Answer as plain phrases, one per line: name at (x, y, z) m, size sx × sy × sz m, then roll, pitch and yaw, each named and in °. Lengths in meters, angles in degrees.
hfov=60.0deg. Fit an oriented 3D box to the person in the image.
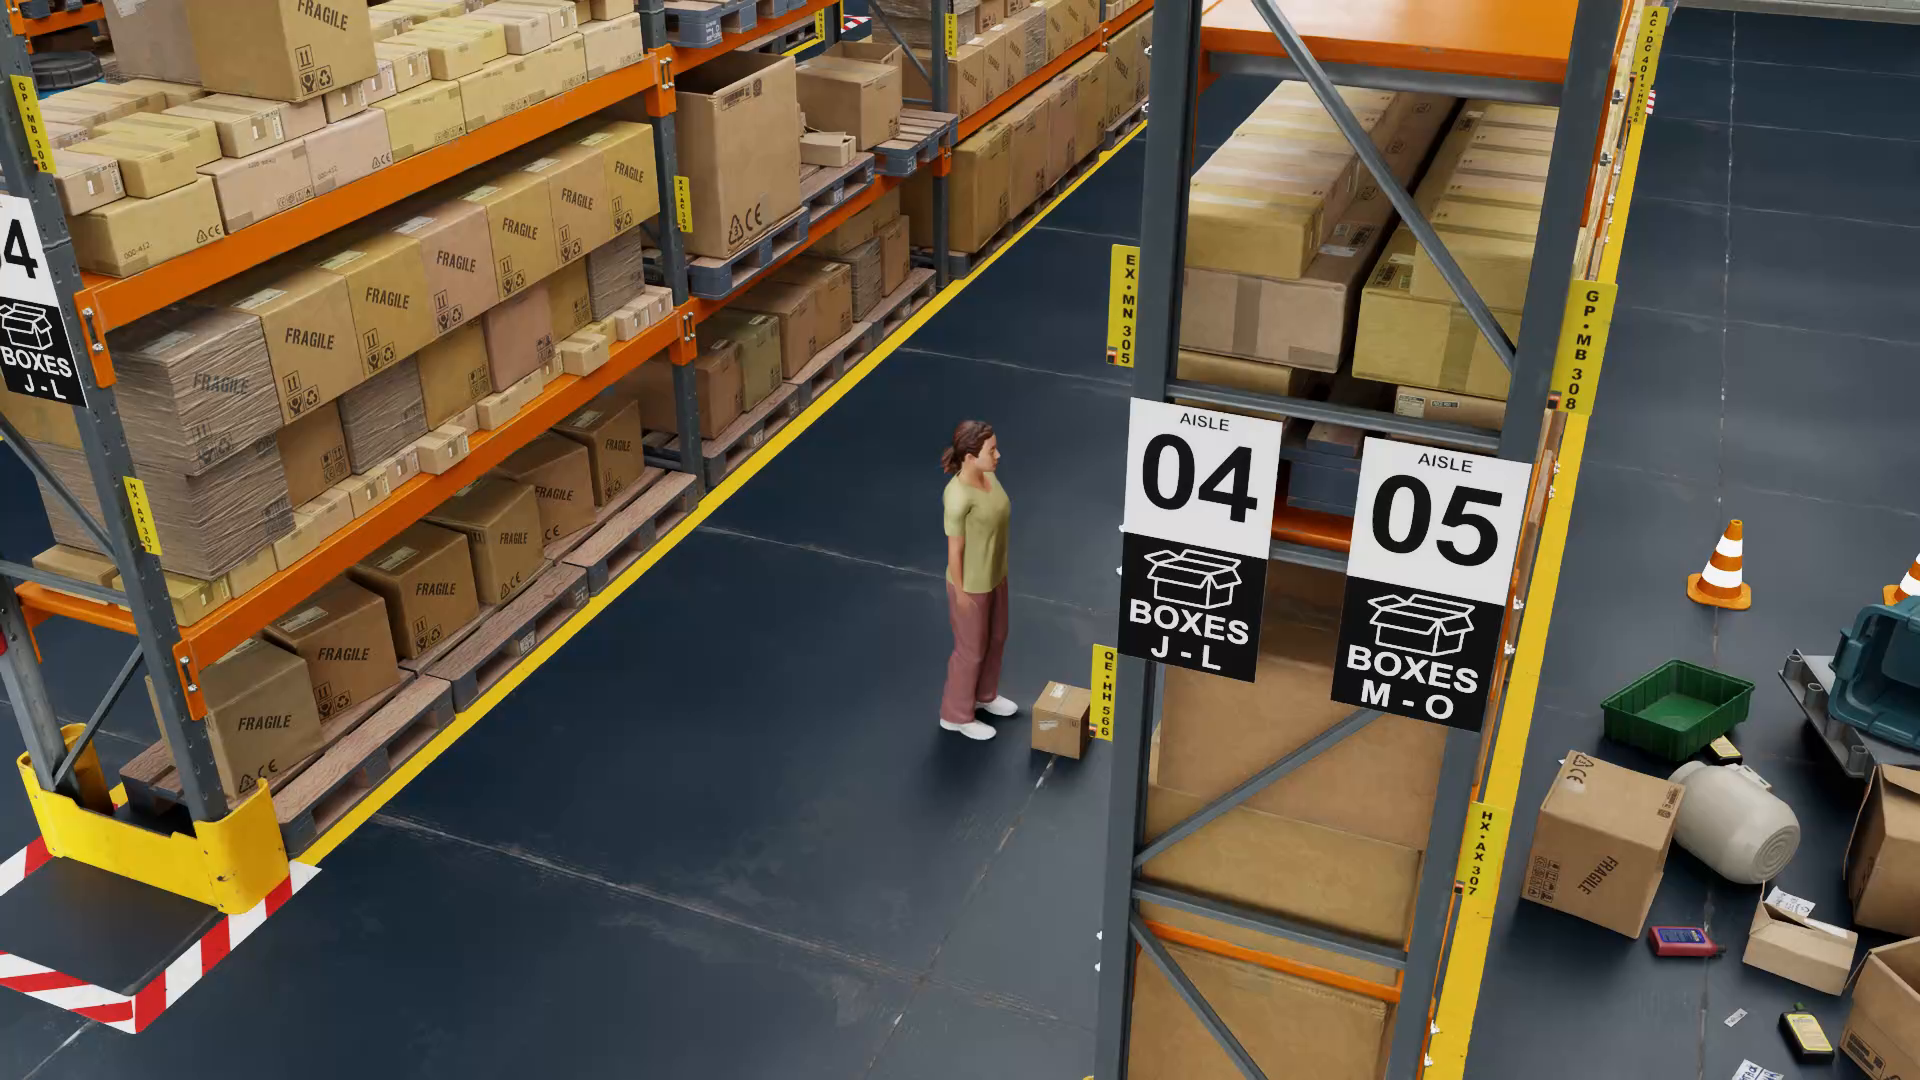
person at (0.082, 0.185, 8.080) m, size 0.372 × 1.668 × 0.440 m, roll 12°, pitch 32°, yaw 20°
